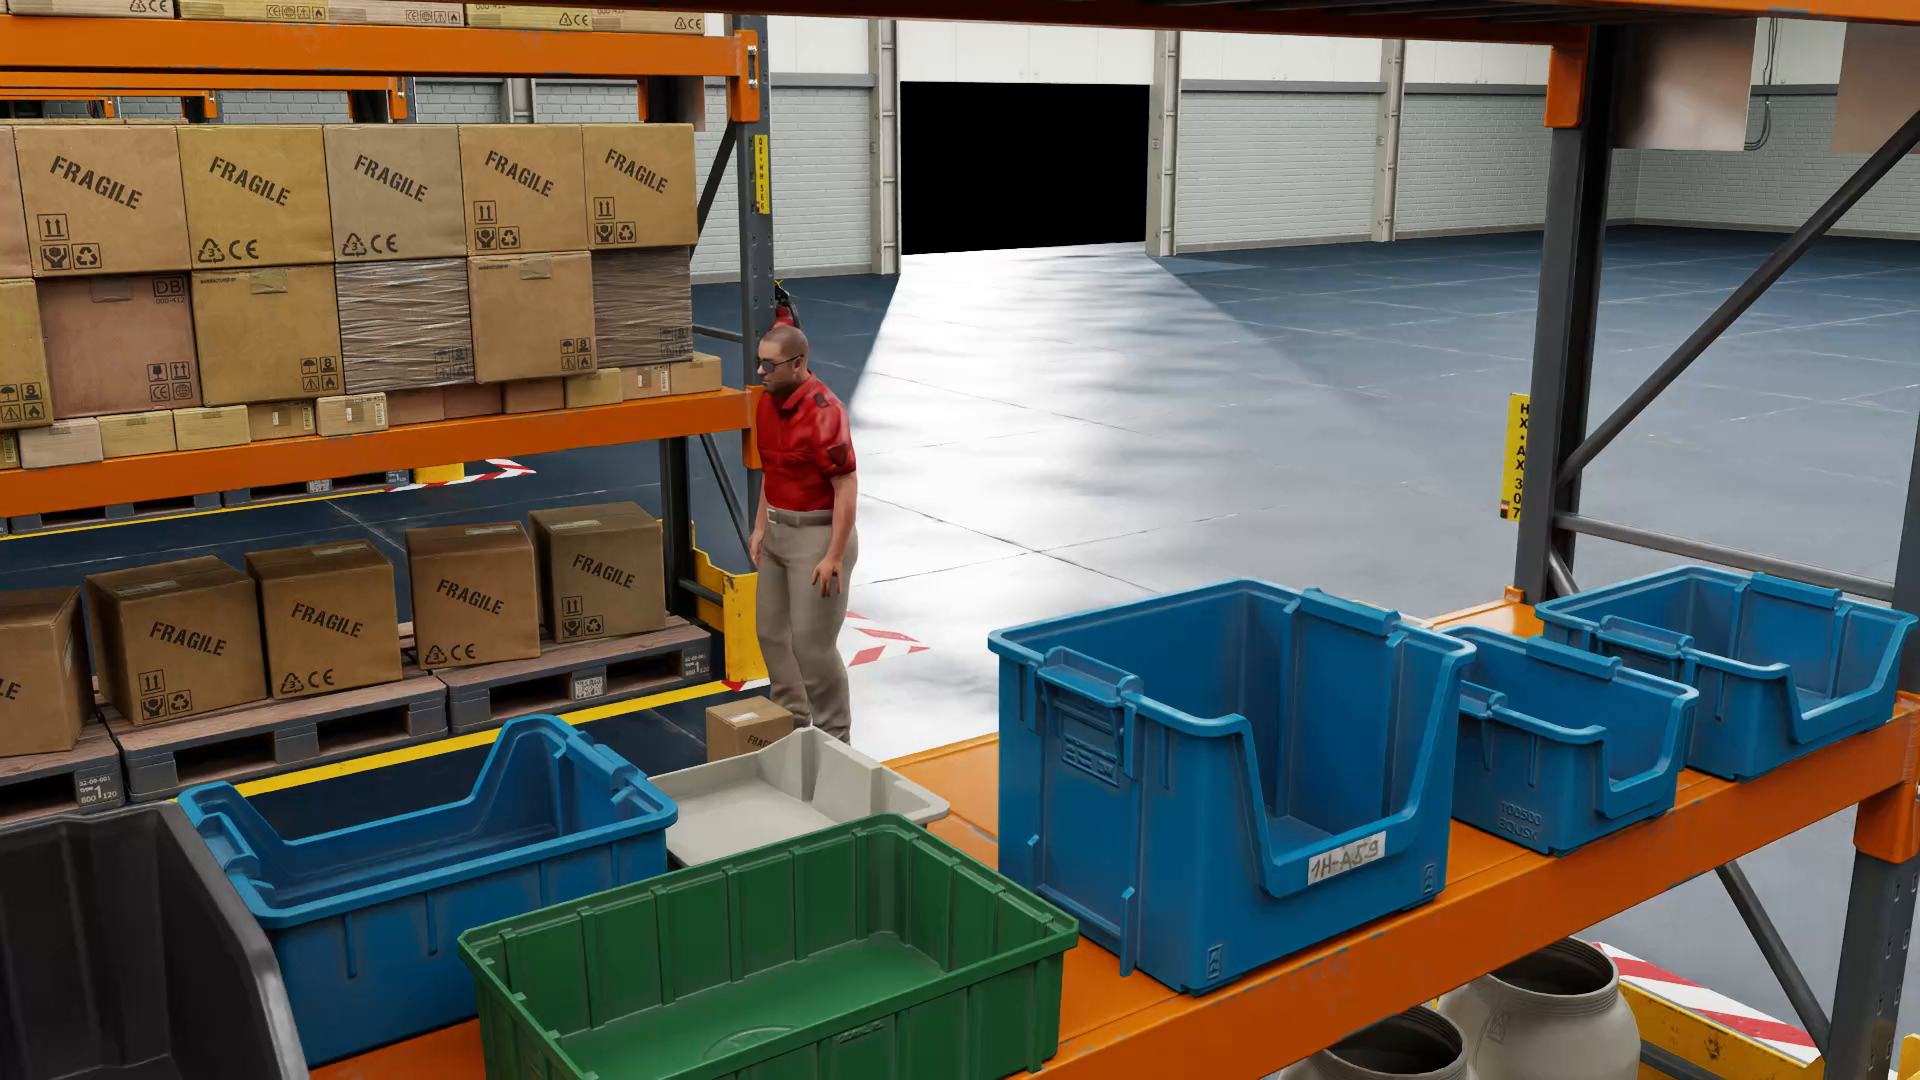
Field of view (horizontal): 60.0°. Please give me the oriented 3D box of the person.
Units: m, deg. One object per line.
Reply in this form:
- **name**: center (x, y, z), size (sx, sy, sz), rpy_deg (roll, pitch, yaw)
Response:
- **person**: center (-0.616, 0.027, 6.428), size (0.382, 1.726, 0.593), rpy_deg (-11, 18, -36)
